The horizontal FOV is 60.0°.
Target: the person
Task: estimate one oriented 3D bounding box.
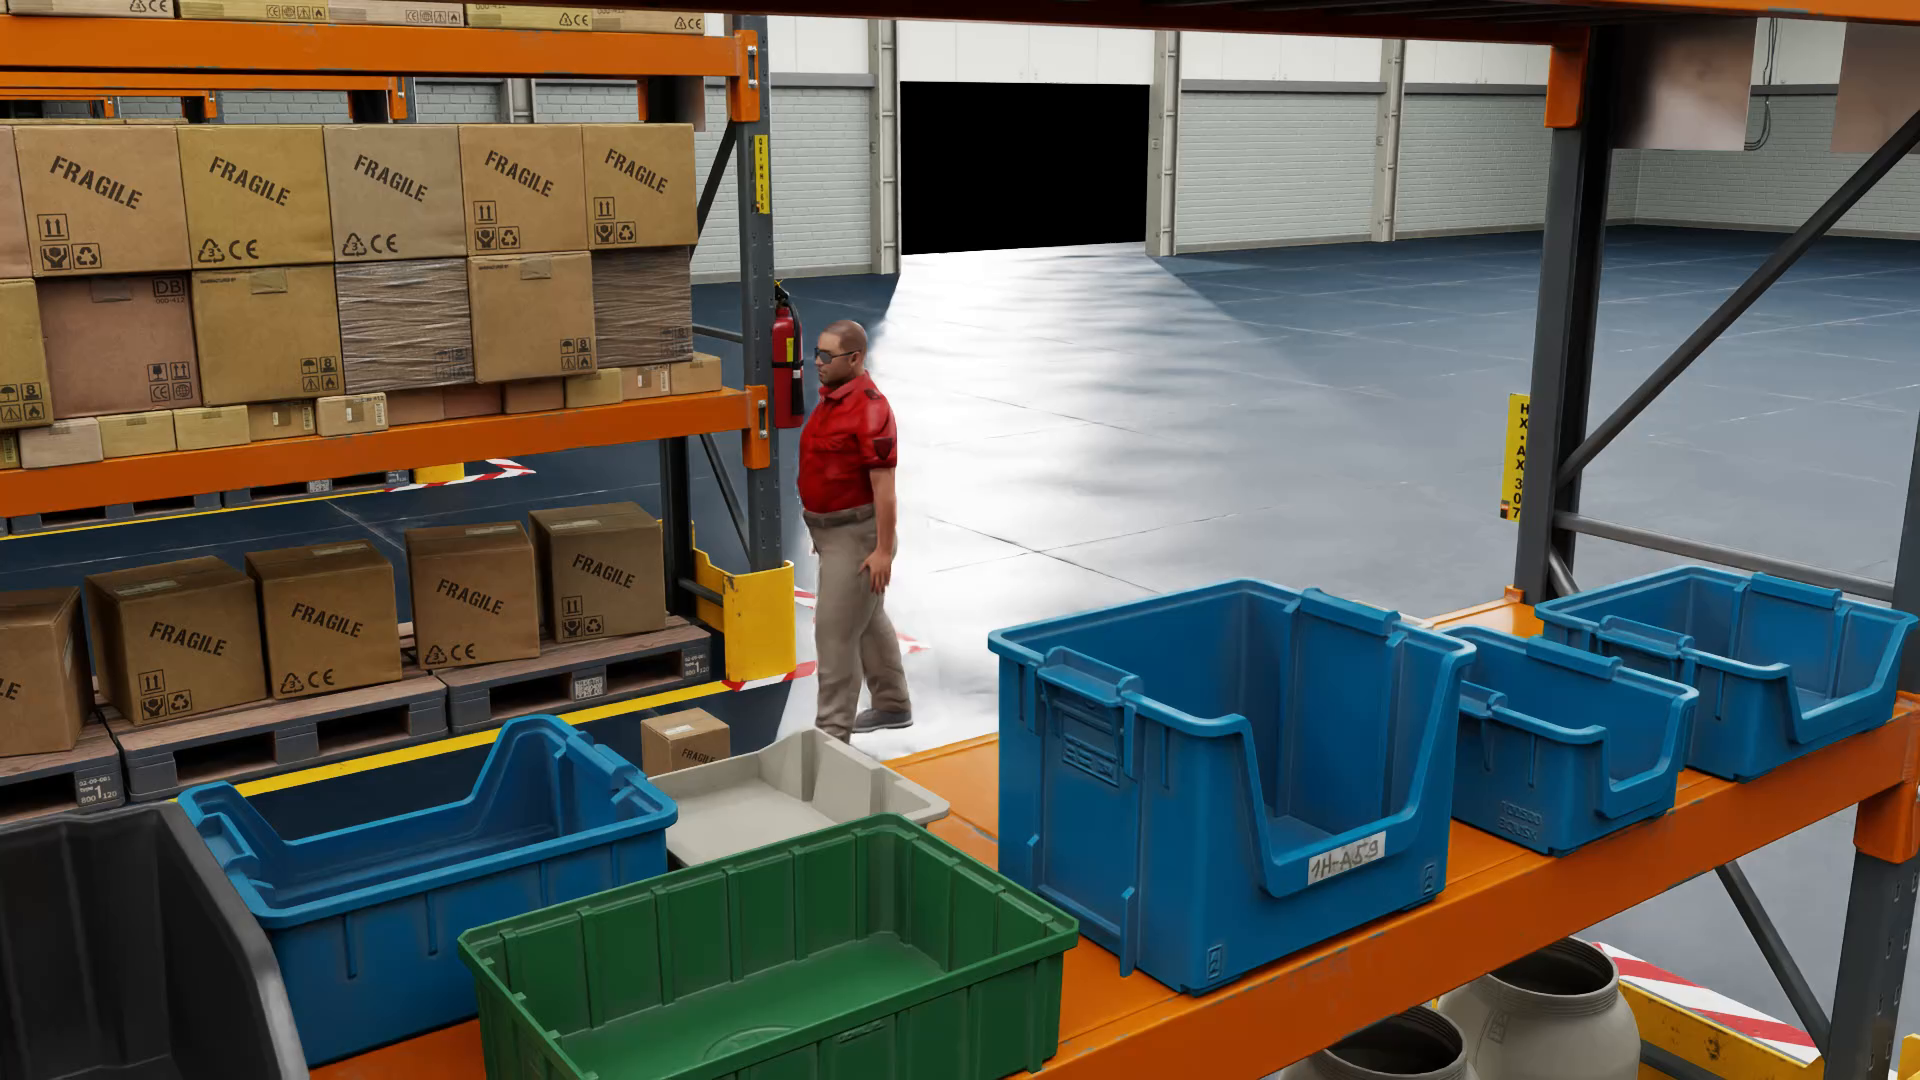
[{"bbox_3d":[-0.475,0.000,6.489,0.665,1.716,0.533,-5,15,-20],"label":"person"}]
